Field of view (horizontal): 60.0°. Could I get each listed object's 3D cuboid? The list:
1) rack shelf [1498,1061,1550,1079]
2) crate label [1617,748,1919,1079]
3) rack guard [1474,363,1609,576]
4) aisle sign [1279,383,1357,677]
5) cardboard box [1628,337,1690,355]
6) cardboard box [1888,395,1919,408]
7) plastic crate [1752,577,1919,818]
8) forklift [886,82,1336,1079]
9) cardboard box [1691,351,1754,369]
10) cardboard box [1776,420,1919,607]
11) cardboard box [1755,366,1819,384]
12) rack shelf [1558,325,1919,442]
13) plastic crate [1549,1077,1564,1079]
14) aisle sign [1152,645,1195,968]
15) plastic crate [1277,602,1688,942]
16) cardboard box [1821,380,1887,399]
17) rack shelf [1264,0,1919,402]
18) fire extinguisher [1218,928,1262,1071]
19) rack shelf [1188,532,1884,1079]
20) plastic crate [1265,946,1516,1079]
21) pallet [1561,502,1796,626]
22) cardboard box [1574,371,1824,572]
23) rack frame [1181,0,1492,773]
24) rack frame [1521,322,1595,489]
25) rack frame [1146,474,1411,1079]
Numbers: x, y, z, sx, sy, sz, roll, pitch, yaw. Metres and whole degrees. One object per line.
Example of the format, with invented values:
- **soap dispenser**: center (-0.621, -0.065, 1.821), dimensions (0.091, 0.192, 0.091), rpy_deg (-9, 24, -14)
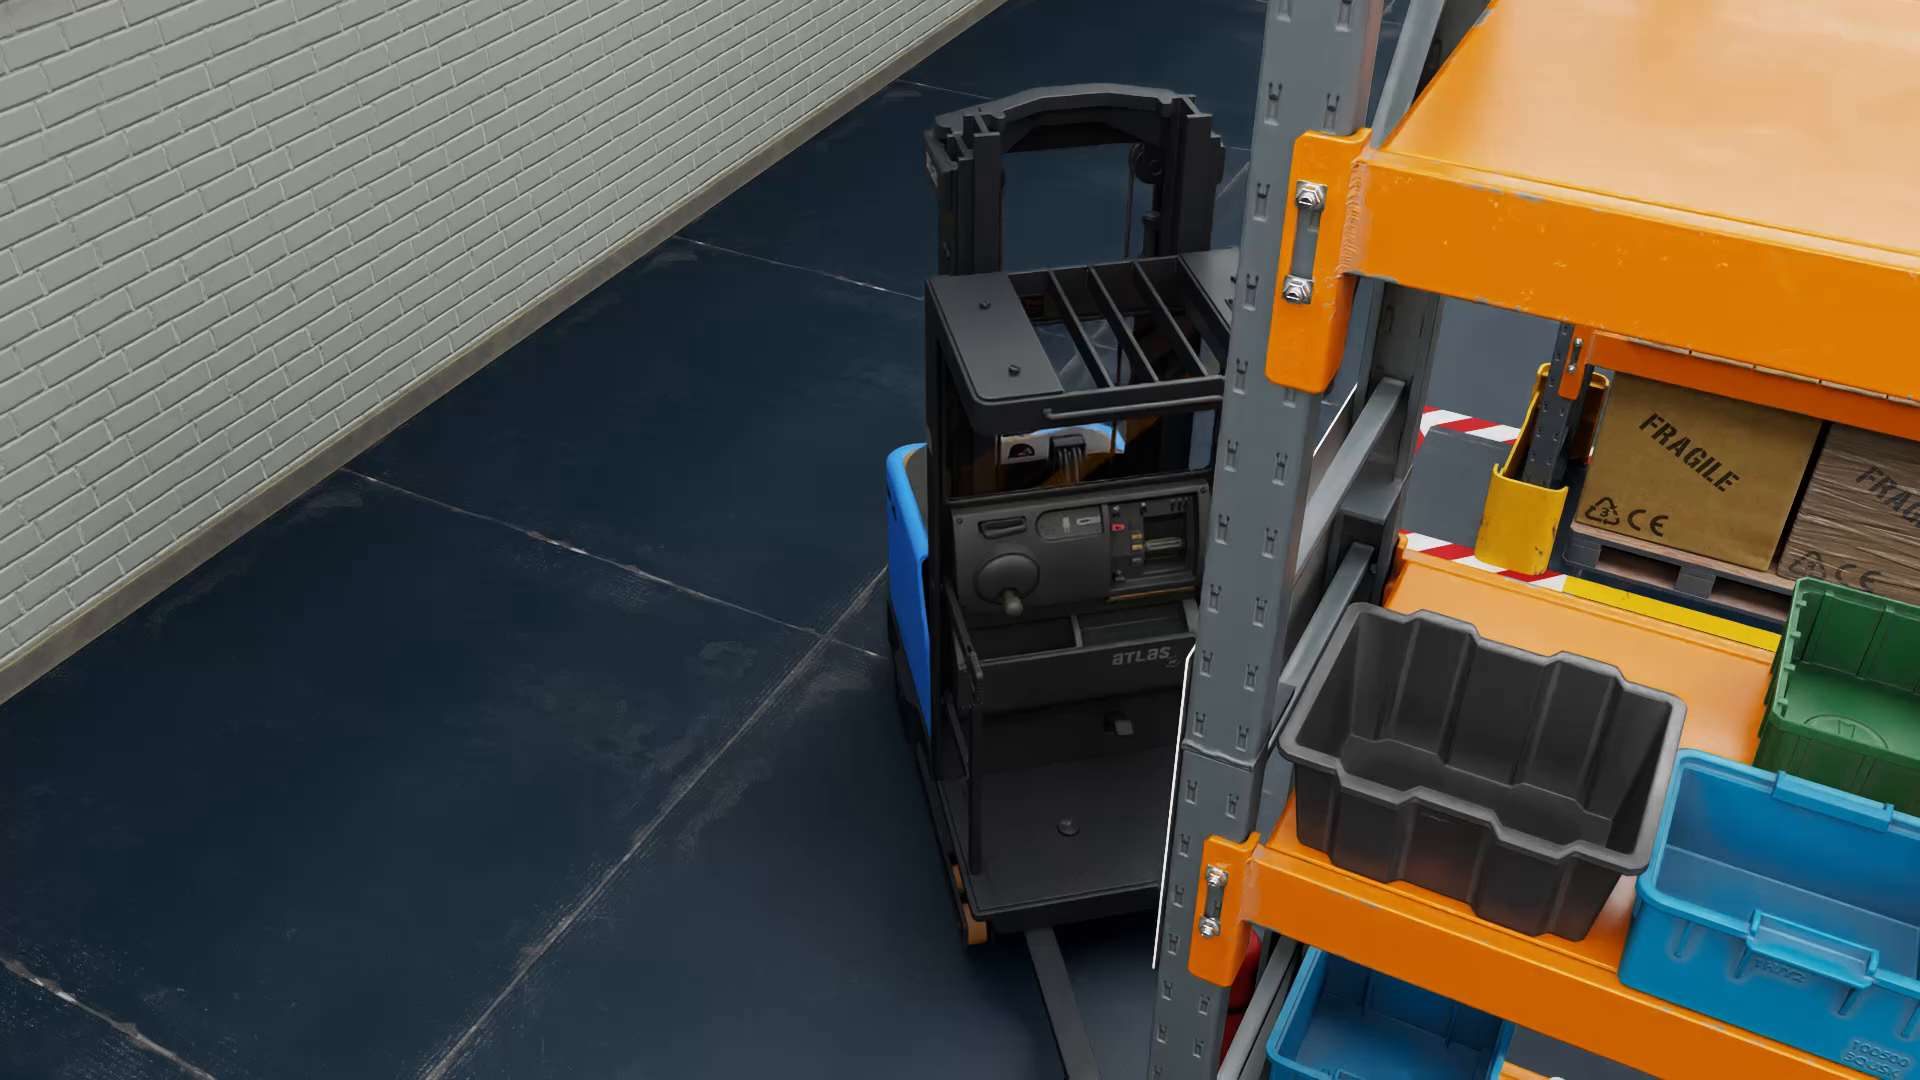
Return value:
- **rack shelf**: center (2.438, 2.141, 3.544), dimensions (4.000, 0.370, 1.077), rpy_deg (17, 41, 21)
- **crate label**: center (1.332, 0.592, 2.631), dimensions (0.502, 0.251, 0.408), rpy_deg (17, 41, 21)
- **rack guard**: center (2.918, -0.372, 8.327), dimensions (0.348, 0.500, 1.175), rpy_deg (17, 41, 21)
- **aisle sign**: center (0.733, 0.085, 3.507), dimensions (0.004, 0.787, 0.394), rpy_deg (17, 41, 21)
- **cardboard box**: center (3.103, -0.985, 7.275), dimensions (0.250, 0.149, 0.380), rpy_deg (18, 41, 22)
- **cardboard box**: center (4.016, -0.701, 6.900), dimensions (0.250, 0.149, 0.380), rpy_deg (17, 40, 21)
- **plastic crate**: center (1.669, 0.309, 3.057), dimensions (0.336, 0.188, 0.450), rpy_deg (17, 41, 21)
- **forklift**: center (0.481, 0.103, 5.690), dimensions (1.130, 2.935, 3.031), rpy_deg (-7, 38, -10)
- **cardboard box**: center (3.331, -0.915, 7.182), dimensions (0.250, 0.149, 0.380), rpy_deg (17, 40, 21)
- **cardboard box**: center (4.353, -0.294, 7.567), dimensions (0.875, 0.875, 0.875), rpy_deg (17, 41, 21)
- **cardboard box**: center (3.559, -0.844, 7.088), dimensions (0.250, 0.149, 0.380), rpy_deg (16, 40, 20)
- **rack shelf**: center (4.715, -0.519, 7.047), dimensions (4.000, 0.370, 1.077), rpy_deg (17, 41, 21)
- **plastic crate**: center (1.469, 1.509, 3.950), dimensions (0.243, 0.136, 0.396), rpy_deg (17, 41, 21)
- **aisle sign**: center (0.461, 0.402, 3.089), dimensions (0.004, 0.787, 0.394), rpy_deg (17, 41, 21)
- **plastic crate**: center (0.875, 0.412, 2.854), dimensions (0.590, 0.269, 0.497), rpy_deg (17, 41, 21)
- **cardboard box**: center (3.791, -0.772, 6.994), dimensions (0.250, 0.149, 0.380), rpy_deg (17, 40, 21)
- **rack shelf**: center (2.438, -0.090, 1.851), dimensions (4.000, 0.370, 1.077), rpy_deg (17, 41, 21)
- **fire extinguisher**: center (0.737, 1.191, 4.572), dimensions (0.183, 0.674, 0.296), rpy_deg (17, 41, 21)
- **rack shelf**: center (2.438, 0.946, 2.637), dimensions (4.000, 0.370, 1.077), rpy_deg (17, 41, 21)
- **plastic crate**: center (1.045, 1.253, 4.040), dimensions (0.499, 0.435, 0.616), rpy_deg (17, 41, 21)
- **pallet**: center (3.685, -0.070, 8.168), dimensions (1.213, 0.211, 1.003), rpy_deg (17, 41, 21)
- **cardboard box**: center (3.545, -0.547, 7.900), dimensions (0.875, 0.875, 0.875), rpy_deg (17, 41, 21)
- **rack frame**: center (0.662, -1.092, 2.245), dimensions (0.127, 3.000, 1.000), rpy_deg (17, 41, 21)
- **rack frame**: center (2.939, -1.361, 7.562), dimensions (0.127, 3.000, 1.000), rpy_deg (17, 41, 21)
- **rack frame**: center (0.662, 1.298, 4.059), dimensions (0.127, 3.000, 1.000), rpy_deg (17, 41, 21)
